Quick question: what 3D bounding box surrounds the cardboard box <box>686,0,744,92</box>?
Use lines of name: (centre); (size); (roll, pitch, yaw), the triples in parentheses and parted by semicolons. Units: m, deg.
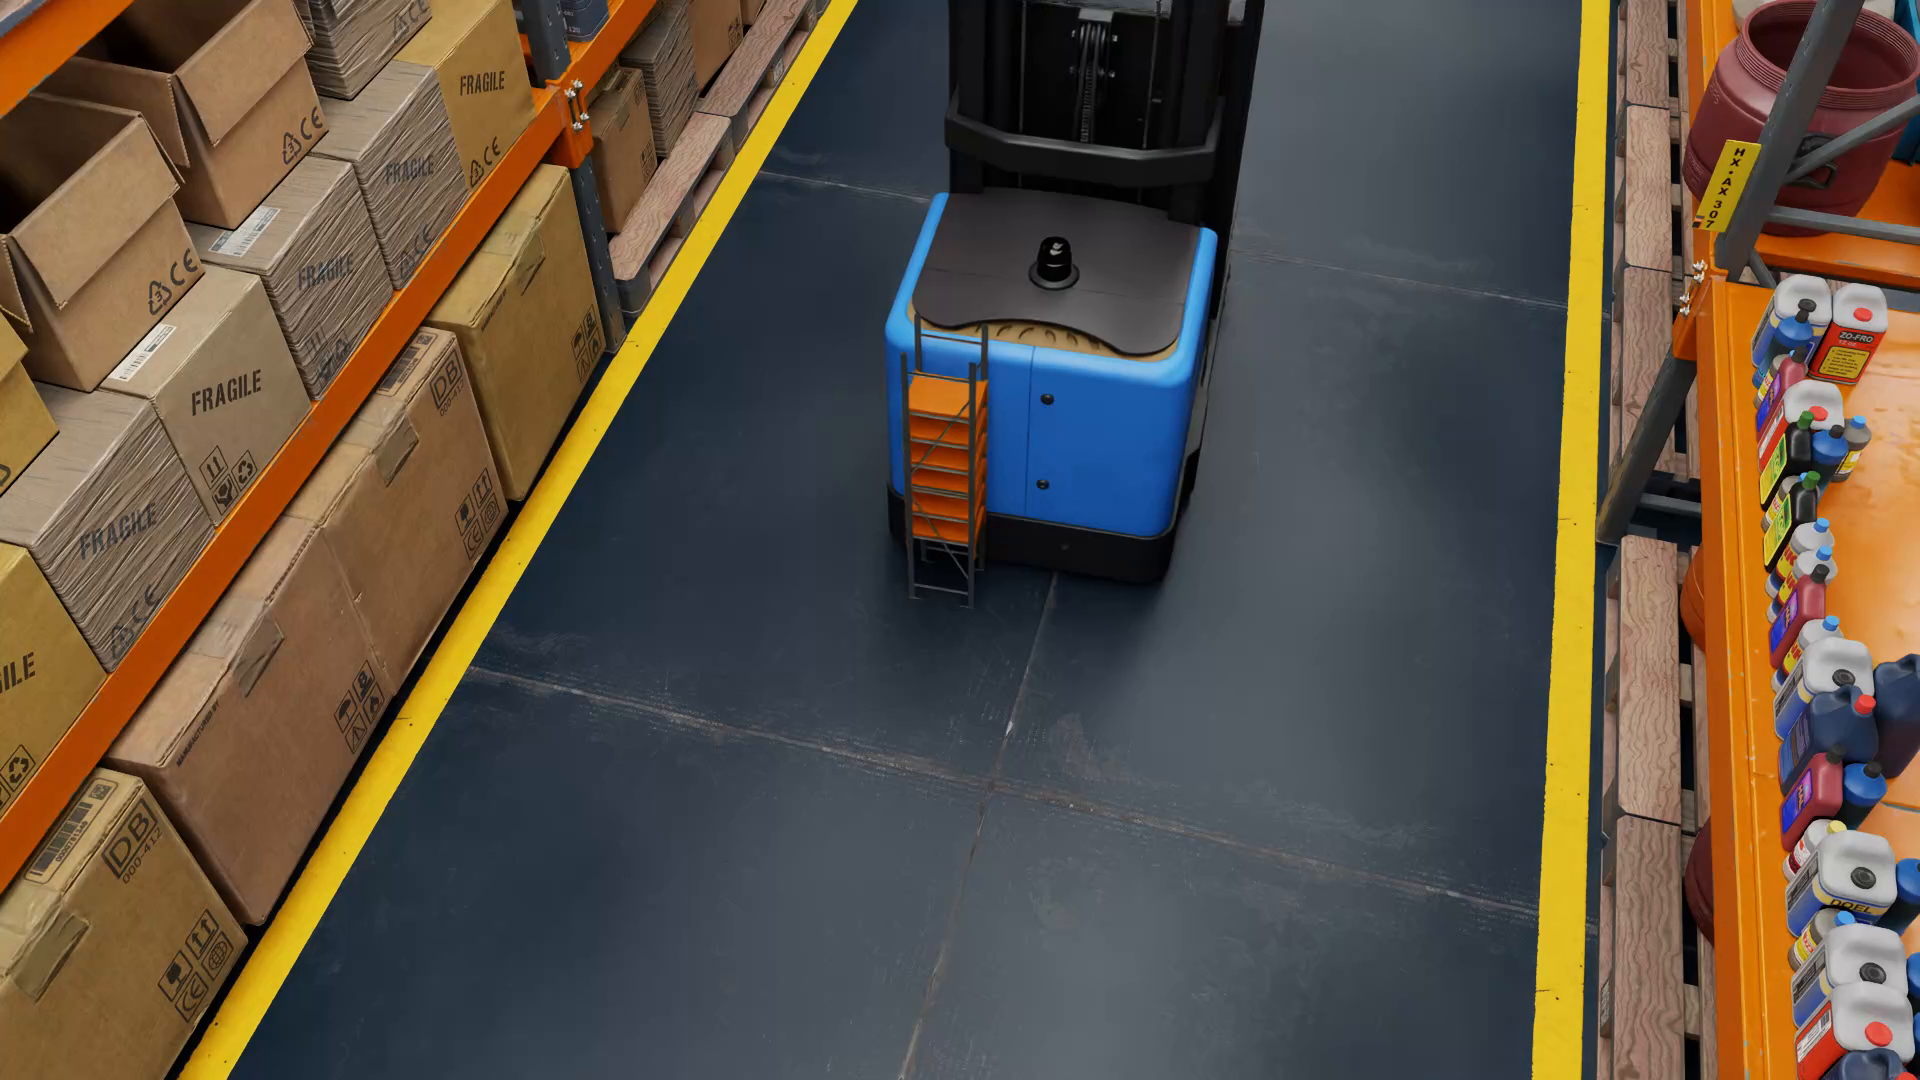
cardboard box: (-1.466, -2.523, 7.850); (0.700, 0.500, 0.500); (15, 50, 13)

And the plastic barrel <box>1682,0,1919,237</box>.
plastic barrel: (2.709, -1.364, 5.363); (0.600, 0.536, 0.708); (12, 50, 10)

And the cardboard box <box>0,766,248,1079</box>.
cardboard box: (-2.803, 1.089, 4.425); (1.225, 0.875, 0.875); (12, 50, 10)

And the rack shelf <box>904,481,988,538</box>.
rack shelf: (-0.048, -0.125, 5.779); (0.258, 0.103, 0.180); (9, 49, 8)

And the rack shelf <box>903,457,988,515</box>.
rack shelf: (-0.048, -0.204, 5.689); (0.258, 0.103, 0.180); (9, 49, 8)

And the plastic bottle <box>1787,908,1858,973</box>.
plastic bottle: (1.886, 0.871, 3.613); (0.097, 0.201, 0.097); (0, 49, 0)

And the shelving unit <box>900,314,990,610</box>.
shelving unit: (-0.048, -0.233, 5.656); (0.258, 1.200, 0.189); (9, 49, 8)

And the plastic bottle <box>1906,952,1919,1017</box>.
plastic bottle: (2.007, 0.948, 3.499); (0.097, 0.271, 0.097); (0, 49, 0)

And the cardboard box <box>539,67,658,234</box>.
cardboard box: (-1.743, -1.708, 7.131); (0.700, 0.500, 0.500); (9, 49, 8)

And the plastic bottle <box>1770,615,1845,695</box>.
plastic bottle: (2.092, 0.282, 4.086); (0.097, 0.271, 0.097); (0, 49, 0)

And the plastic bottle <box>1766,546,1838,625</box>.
plastic bottle: (2.153, 0.115, 4.234); (0.097, 0.271, 0.097); (0, 49, 0)

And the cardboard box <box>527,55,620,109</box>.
cardboard box: (-1.752, -1.958, 6.851); (0.500, 0.250, 0.500); (13, 50, 12)

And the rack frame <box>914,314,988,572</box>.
rack frame: (-0.028, -0.300, 5.715); (0.240, 1.200, 0.006); (9, 49, 8)

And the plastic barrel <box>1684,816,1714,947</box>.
plastic barrel: (2.469, 0.909, 4.775); (0.600, 0.588, 0.708); (12, 50, 10)

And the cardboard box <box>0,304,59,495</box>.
cardboard box: (-2.600, -0.331, 3.805); (0.797, 0.503, 0.637); (12, 50, 10)

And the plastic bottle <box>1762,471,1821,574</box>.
plastic bottle: (2.191, -0.047, 4.368); (0.061, 0.283, 0.133); (12, 50, 10)

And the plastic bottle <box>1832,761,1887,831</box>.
plastic bottle: (2.041, 0.595, 3.810); (0.097, 0.271, 0.097); (0, 49, 0)

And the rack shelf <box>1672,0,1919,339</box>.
rack shelf: (3.405, -2.132, 6.611); (1.077, 0.370, 4.000); (12, 50, 10)

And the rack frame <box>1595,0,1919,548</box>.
rack frame: (2.879, -0.924, 5.065); (1.000, 3.000, 0.127); (12, 50, 10)

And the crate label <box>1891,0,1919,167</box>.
crate label: (3.401, -1.601, 5.639); (0.502, 0.435, 0.616); (12, 50, 10)

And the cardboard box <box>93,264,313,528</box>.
cardboard box: (-2.196, -0.425, 4.558); (0.500, 0.500, 0.500); (12, 50, 11)

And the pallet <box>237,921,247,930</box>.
pallet: (-2.822, 1.342, 4.925); (1.003, 0.211, 1.213); (12, 50, 10)

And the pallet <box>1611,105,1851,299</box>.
pallet: (3.443, -1.433, 7.374); (1.003, 0.211, 1.213); (12, 50, 10)

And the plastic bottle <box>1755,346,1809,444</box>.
plastic bottle: (2.322, -0.407, 4.687); (0.061, 0.283, 0.133); (12, 50, 10)

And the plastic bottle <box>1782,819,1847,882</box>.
plastic bottle: (1.947, 0.703, 3.761); (0.097, 0.201, 0.097); (0, 49, 0)

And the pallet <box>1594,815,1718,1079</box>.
pallet: (2.388, 1.457, 4.823); (1.003, 0.211, 1.213); (12, 50, 10)

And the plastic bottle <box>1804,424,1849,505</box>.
plastic bottle: (2.333, -0.207, 4.518); (0.097, 0.271, 0.097); (0, 49, 0)

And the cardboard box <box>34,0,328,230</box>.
cardboard box: (-2.282, -1.270, 4.634); (0.797, 0.503, 0.637); (13, 50, 11)

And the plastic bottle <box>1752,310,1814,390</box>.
plastic bottle: (2.396, -0.554, 4.824); (0.097, 0.271, 0.097); (0, 49, 0)

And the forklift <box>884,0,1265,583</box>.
forklift: (0.555, -1.944, 6.011); (1.130, 2.935, 3.031); (9, 49, 8)

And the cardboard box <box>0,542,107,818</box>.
cardboard box: (-2.459, 0.312, 3.907); (0.500, 0.500, 0.500); (12, 50, 10)

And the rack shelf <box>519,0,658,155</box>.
rack shelf: (-1.373, -3.110, 7.474); (1.077, 0.370, 4.000); (12, 50, 10)

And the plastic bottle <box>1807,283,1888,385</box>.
plastic bottle: (2.600, -0.604, 4.865); (0.152, 0.276, 0.135); (12, 50, 10)

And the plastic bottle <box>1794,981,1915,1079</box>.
plastic bottle: (1.847, 1.033, 3.421); (0.152, 0.276, 0.135); (12, 50, 10)

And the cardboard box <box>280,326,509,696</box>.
cardboard box: (-2.343, -0.199, 5.562); (1.225, 0.875, 0.875); (12, 50, 10)

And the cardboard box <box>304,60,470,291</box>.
cardboard box: (-1.927, -1.169, 5.214); (0.500, 0.500, 0.500); (11, 50, 10)

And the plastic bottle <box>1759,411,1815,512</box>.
plastic bottle: (2.252, -0.213, 4.516); (0.061, 0.283, 0.133); (12, 50, 10)

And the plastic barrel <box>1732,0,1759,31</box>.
plastic barrel: (3.054, -2.052, 5.986); (0.421, 0.512, 0.421); (0, 49, 0)

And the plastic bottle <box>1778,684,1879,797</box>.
plastic bottle: (2.042, 0.460, 3.877); (0.144, 0.351, 0.185); (12, 50, 10)

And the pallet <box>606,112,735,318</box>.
pallet: (-1.693, -1.543, 7.471); (1.003, 0.211, 1.213); (12, 50, 10)

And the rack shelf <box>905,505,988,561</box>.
rack shelf: (-0.048, -0.045, 5.869); (0.258, 0.103, 0.180); (9, 49, 8)

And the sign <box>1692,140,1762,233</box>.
sign: (2.346, -1.081, 5.095); (0.100, 0.325, 0.005); (12, 50, 10)

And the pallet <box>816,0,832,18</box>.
pallet: (-1.050, -3.308, 9.029); (1.003, 0.211, 1.213); (12, 50, 10)
